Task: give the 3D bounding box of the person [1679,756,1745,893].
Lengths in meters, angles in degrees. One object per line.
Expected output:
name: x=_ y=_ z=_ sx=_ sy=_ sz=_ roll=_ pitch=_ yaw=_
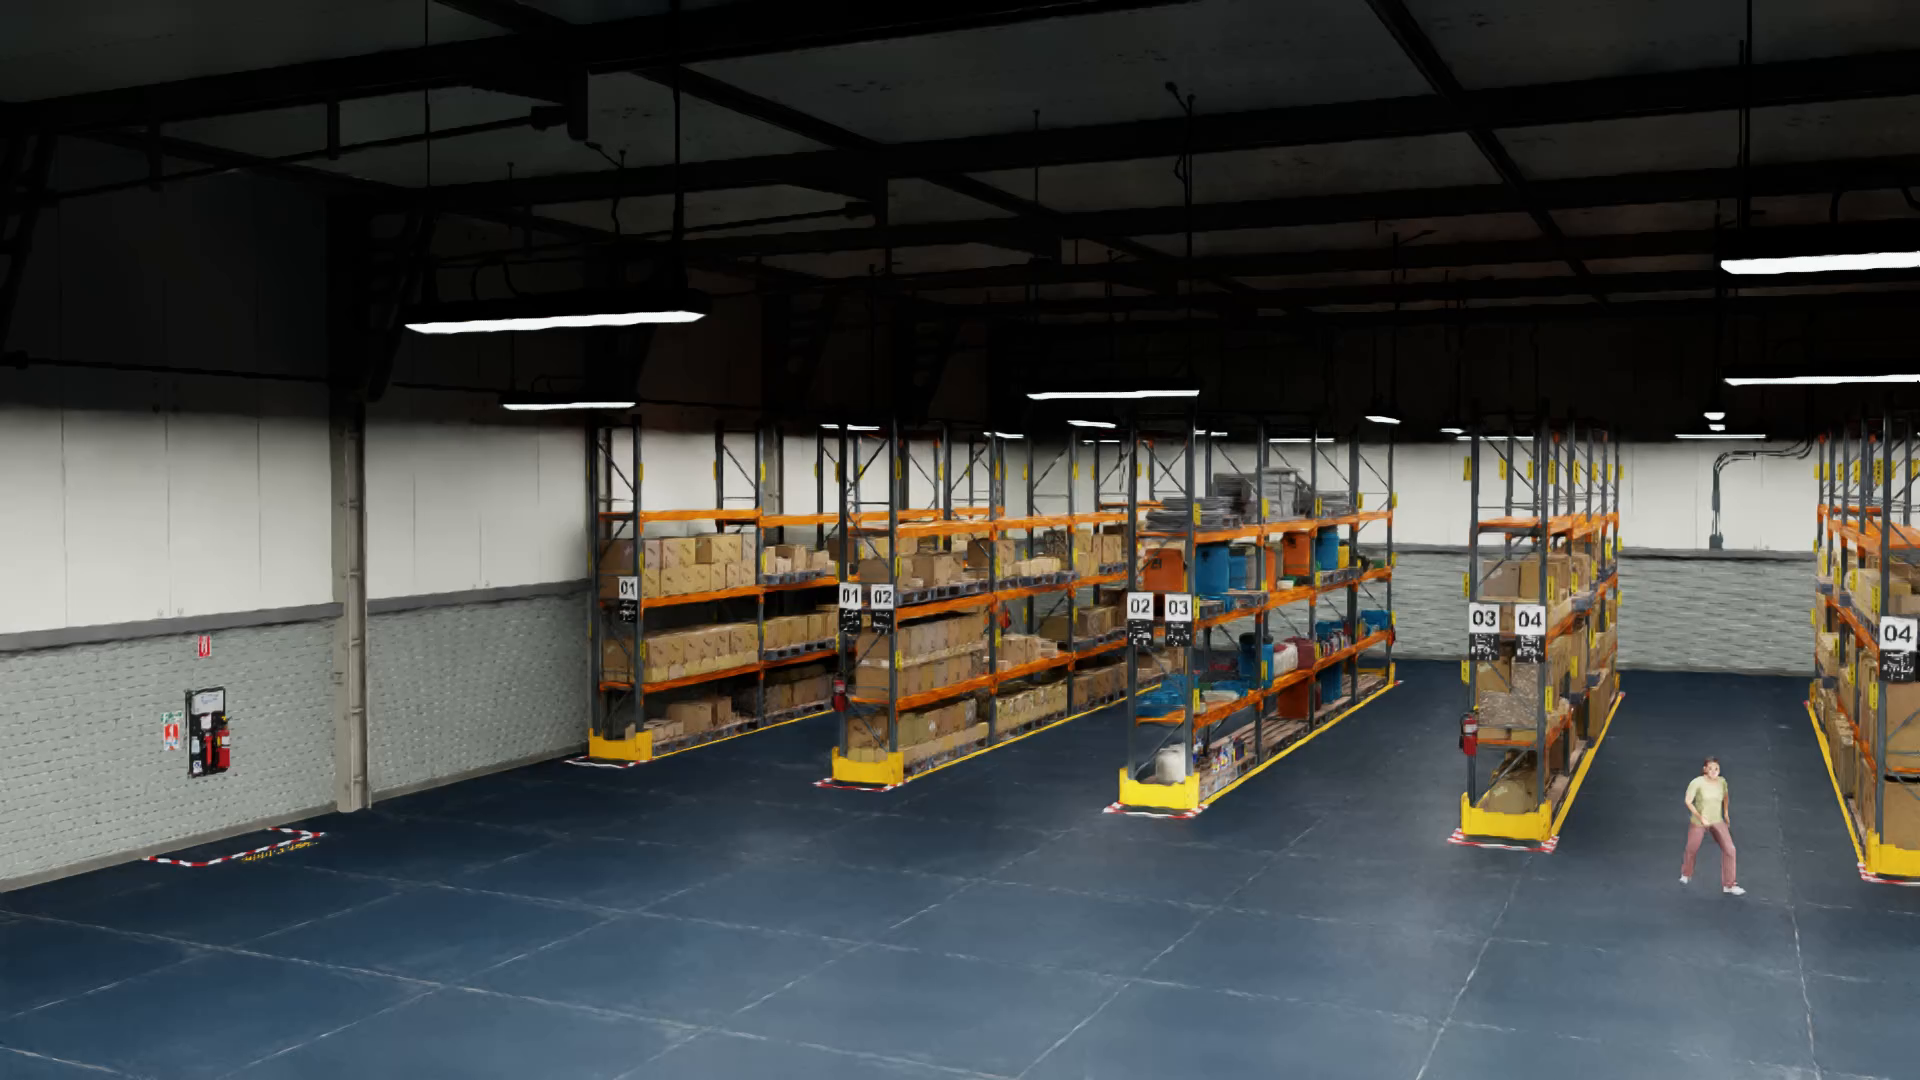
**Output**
person: x=8.965 y=3.367 z=19.912 sx=0.620 sy=1.601 sz=0.817 roll=0 pitch=2 yaw=8
